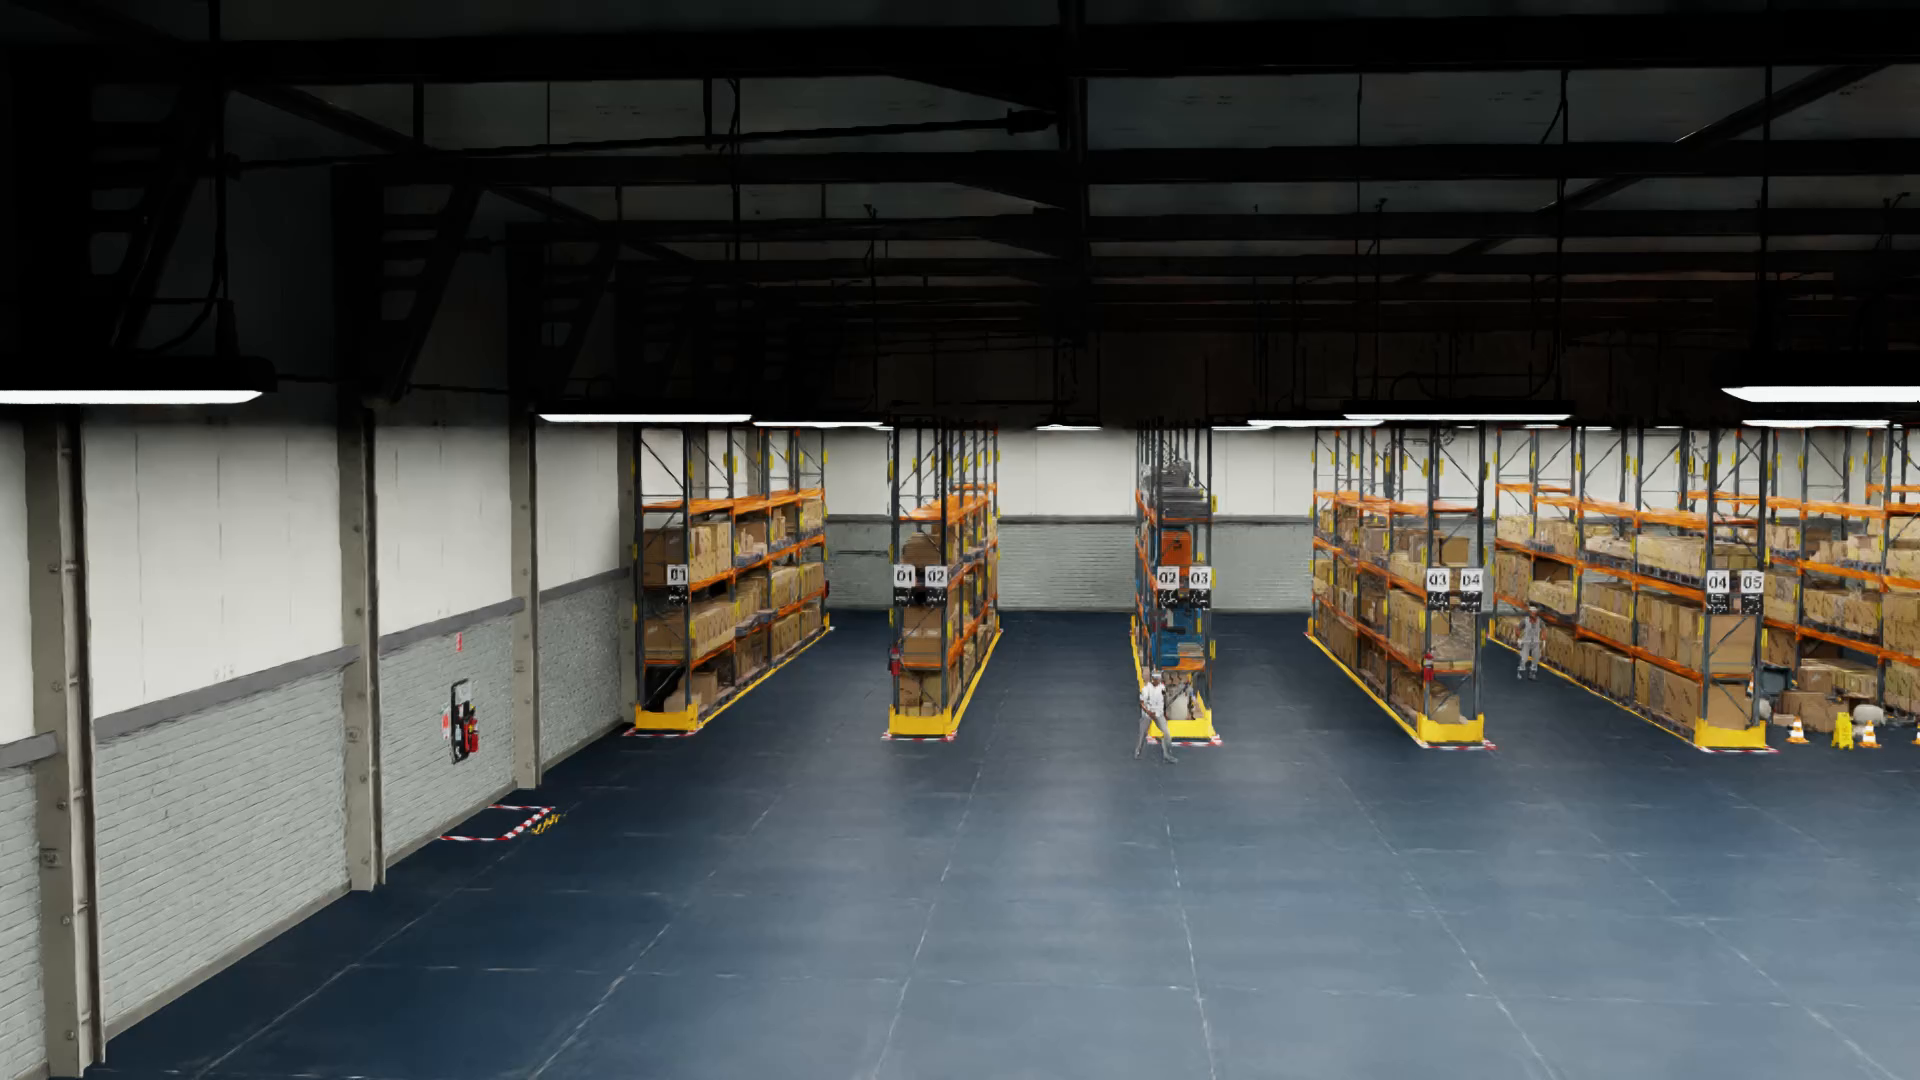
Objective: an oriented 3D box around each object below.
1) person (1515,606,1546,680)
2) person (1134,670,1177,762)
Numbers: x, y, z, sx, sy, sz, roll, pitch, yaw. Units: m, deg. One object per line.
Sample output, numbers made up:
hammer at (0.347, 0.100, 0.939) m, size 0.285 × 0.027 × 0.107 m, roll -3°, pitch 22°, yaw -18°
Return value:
person at (13.104, 2.369, 38.169) m, size 0.677 × 1.742 × 0.547 m, roll 0°, pitch 4°, yaw 4°
person at (3.369, 3.024, 28.870) m, size 0.621 × 1.606 × 0.828 m, roll -1°, pitch 4°, yaw -12°
